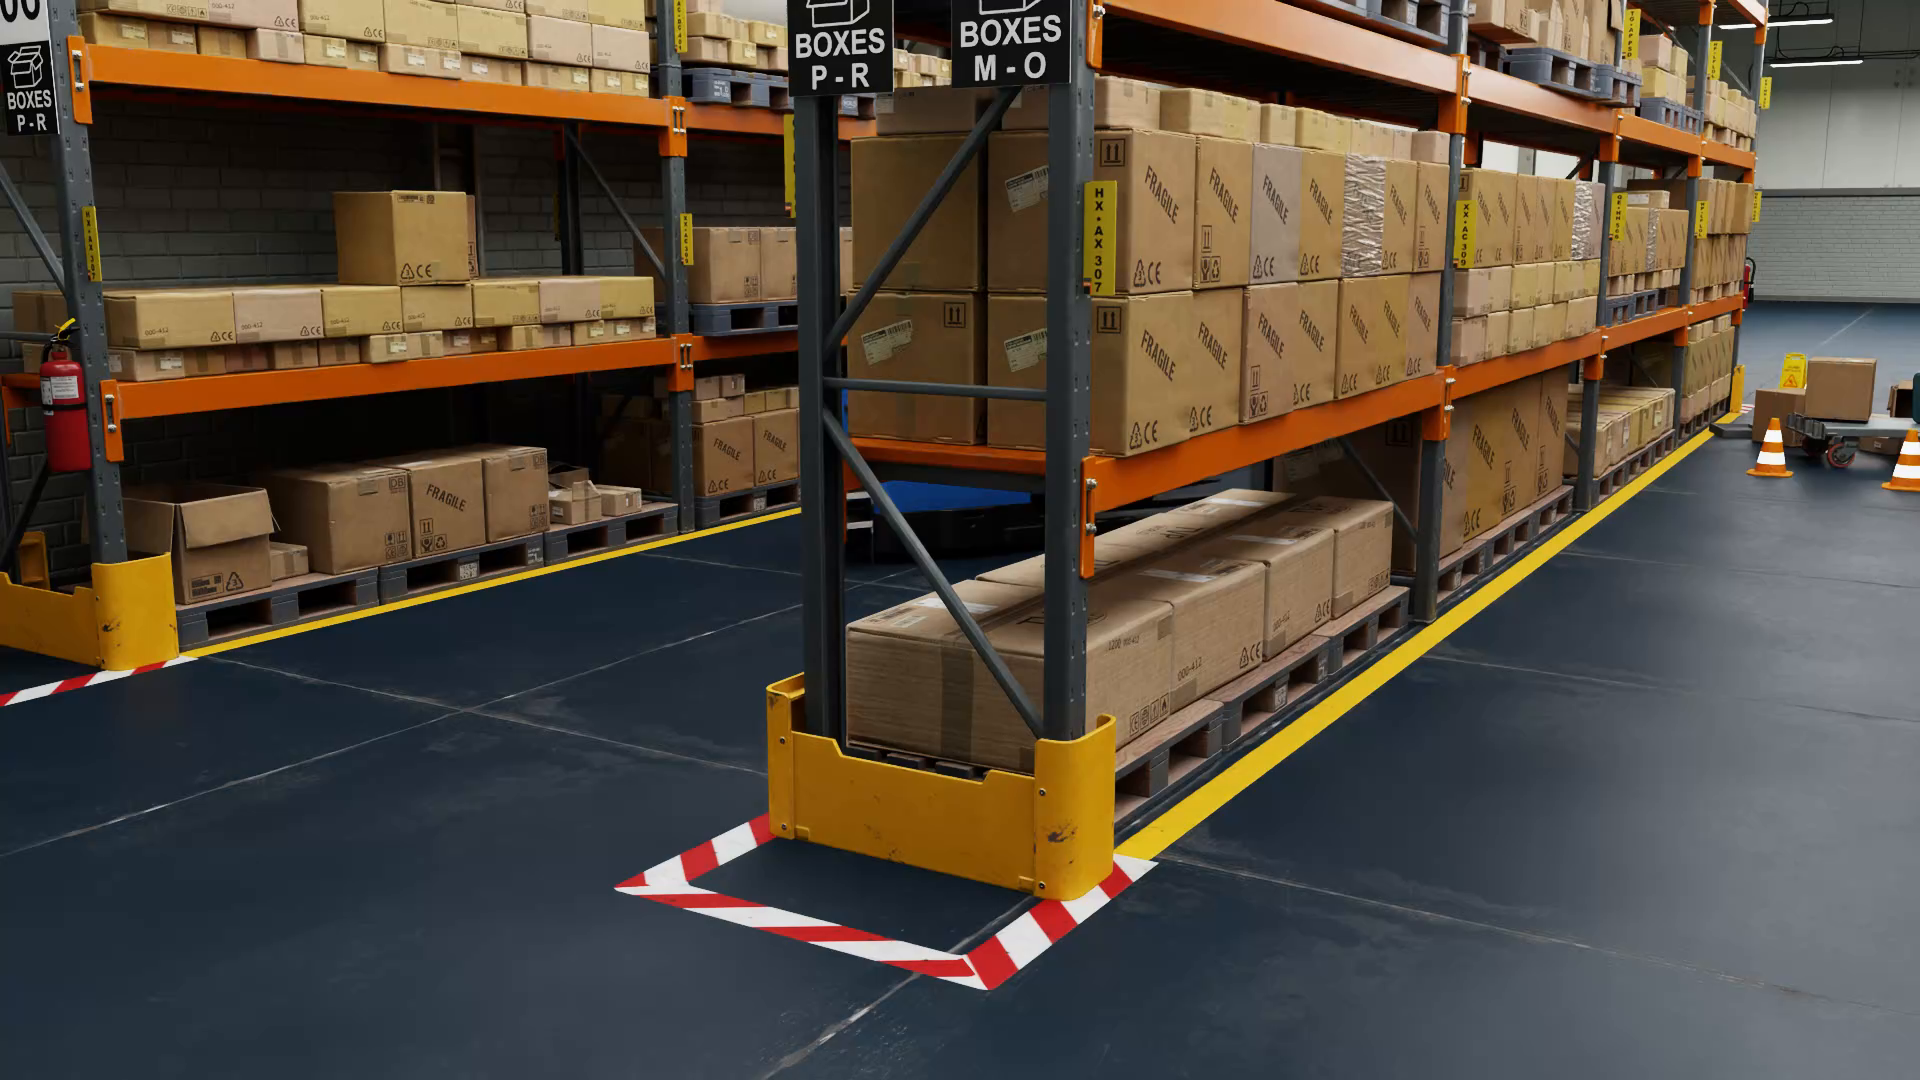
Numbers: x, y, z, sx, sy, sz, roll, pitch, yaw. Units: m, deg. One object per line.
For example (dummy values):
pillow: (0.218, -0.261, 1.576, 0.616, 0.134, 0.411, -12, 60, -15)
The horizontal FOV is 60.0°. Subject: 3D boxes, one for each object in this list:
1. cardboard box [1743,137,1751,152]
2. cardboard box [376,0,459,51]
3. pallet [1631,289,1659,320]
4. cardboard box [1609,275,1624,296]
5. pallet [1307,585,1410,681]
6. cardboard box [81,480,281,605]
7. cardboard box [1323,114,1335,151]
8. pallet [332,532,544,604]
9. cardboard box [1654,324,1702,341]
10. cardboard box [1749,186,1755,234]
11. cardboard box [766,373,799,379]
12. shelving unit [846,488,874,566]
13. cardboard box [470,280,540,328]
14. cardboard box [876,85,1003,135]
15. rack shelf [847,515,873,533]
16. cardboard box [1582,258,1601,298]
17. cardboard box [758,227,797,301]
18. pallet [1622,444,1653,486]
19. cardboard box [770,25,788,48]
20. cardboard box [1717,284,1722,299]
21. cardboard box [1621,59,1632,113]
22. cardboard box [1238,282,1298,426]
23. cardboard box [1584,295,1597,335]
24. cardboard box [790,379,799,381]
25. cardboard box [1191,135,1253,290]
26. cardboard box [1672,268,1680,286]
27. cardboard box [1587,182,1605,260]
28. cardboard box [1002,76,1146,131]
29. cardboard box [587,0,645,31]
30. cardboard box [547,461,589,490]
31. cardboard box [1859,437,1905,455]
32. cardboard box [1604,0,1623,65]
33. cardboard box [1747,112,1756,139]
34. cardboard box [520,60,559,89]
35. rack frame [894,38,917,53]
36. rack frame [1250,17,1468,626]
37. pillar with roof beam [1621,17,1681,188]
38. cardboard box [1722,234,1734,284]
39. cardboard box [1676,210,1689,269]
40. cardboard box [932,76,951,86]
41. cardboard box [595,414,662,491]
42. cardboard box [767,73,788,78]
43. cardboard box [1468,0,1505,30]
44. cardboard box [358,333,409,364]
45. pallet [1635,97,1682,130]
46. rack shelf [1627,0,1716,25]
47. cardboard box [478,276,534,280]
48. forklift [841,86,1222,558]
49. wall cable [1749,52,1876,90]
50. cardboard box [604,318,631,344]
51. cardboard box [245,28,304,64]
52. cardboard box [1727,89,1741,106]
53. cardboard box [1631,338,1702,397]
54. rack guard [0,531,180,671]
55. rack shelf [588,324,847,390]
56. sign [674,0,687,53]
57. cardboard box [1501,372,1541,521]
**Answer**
cardboard box: (8.193, -4.205, 17.711, 0.380, 0.149, 0.250, 6, 12, 31)
cardboard box: (-3.075, -2.772, 8.972, 0.500, 0.250, 0.500, 6, 12, 30)
pallet: (5.080, -1.942, 13.613, 1.003, 0.211, 1.213, 6, 12, 31)
cardboard box: (4.771, -1.917, 12.501, 0.380, 0.149, 0.250, 5, 12, 27)
pallet: (1.548, 0.391, 8.209, 1.003, 0.211, 1.213, 6, 12, 31)
cardboard box: (-3.912, -0.003, 8.377, 0.797, 0.503, 0.637, 6, 12, 28)
cardboard box: (1.290, -1.638, 6.713, 0.380, 0.149, 0.250, 6, 12, 31)
pallet: (-3.224, 0.105, 9.732, 1.003, 0.211, 1.213, 6, 12, 31)
cardboard box: (6.817, -1.974, 15.790, 0.380, 0.149, 0.250, 7, 12, 32)
cardboard box: (8.162, -3.565, 17.963, 0.700, 0.500, 0.500, 6, 12, 29)
cardboard box: (-1.320, -1.231, 13.180, 0.380, 0.149, 0.250, 6, 12, 31)
shelving unit: (-0.670, -0.298, 10.016, 0.210, 0.900, 0.258, -6, 12, -28)
cardboard box: (-2.808, -1.378, 9.675, 0.500, 0.250, 0.500, 6, 12, 30)
cardboard box: (-0.051, -1.398, 5.434, 0.380, 0.149, 0.250, 7, 12, 31)
rack shelf: (-0.669, -0.089, 10.055, 0.200, 0.077, 0.258, -6, 12, -28)
cardboard box: (4.052, -1.793, 11.343, 0.500, 0.250, 0.500, 6, 12, 30)
cardboard box: (-1.523, -1.958, 11.761, 0.700, 0.500, 0.500, 7, 12, 31)
pallet: (5.128, -0.665, 13.845, 1.003, 0.211, 1.213, 6, 12, 31)
cardboard box: (-1.348, -3.451, 11.462, 0.380, 0.149, 0.250, 6, 12, 30)
cardboard box: (7.625, -2.569, 17.122, 0.380, 0.149, 0.250, 6, 12, 30)
cardboard box: (4.587, -3.393, 12.417, 0.700, 0.500, 0.500, 6, 12, 31)
cardboard box: (0.946, -0.721, 6.296, 0.500, 0.500, 0.500, 6, 12, 30)
cardboard box: (4.046, -1.543, 11.368, 0.500, 0.250, 0.500, 6, 12, 29)
cardboard box: (-1.081, -1.150, 12.749, 0.380, 0.149, 0.250, 6, 12, 31)
cardboard box: (0.688, -1.134, 5.785, 0.500, 0.500, 0.500, 6, 12, 29)
cardboard box: (6.132, -2.326, 14.683, 0.380, 0.149, 0.250, 7, 12, 32)
cardboard box: (4.042, -2.156, 11.242, 0.500, 0.500, 0.500, 6, 12, 29)
cardboard box: (0.354, -1.352, 5.187, 0.380, 0.149, 0.250, 7, 13, 32)
cardboard box: (-2.290, -3.256, 10.199, 0.500, 0.250, 0.500, 6, 12, 31)
cardboard box: (-2.779, -0.369, 10.856, 0.500, 0.311, 0.500, 7, 13, 33)
cardboard box: (8.421, -0.930, 15.113, 0.258, 0.266, 0.396, -2, 11, -9)
cardboard box: (4.020, -3.379, 11.194, 0.797, 0.503, 0.637, 6, 12, 27)
cardboard box: (8.205, -4.420, 17.775, 0.500, 0.250, 0.500, 6, 12, 30)
cardboard box: (-2.576, -2.714, 9.746, 0.380, 0.149, 0.250, 6, 12, 30)
rack frame: (-0.157, -5.144, 13.889, 1.000, 3.000, 0.127, 6, 12, 31)
rack frame: (2.010, -1.092, 8.551, 1.000, 3.000, 0.127, 6, 12, 31)
pillar with roof beam: (22.119, -10.685, 43.490, 9.100, 9.000, 0.548, 6, 12, 31)
cardboard box: (7.667, -2.906, 17.162, 0.500, 0.500, 0.500, 6, 12, 30)
cardboard box: (6.120, -2.658, 14.691, 0.500, 0.500, 0.500, 6, 12, 30)
cardboard box: (-0.287, -3.674, 13.514, 0.380, 0.149, 0.250, 6, 12, 29)
cardboard box: (-2.232, -0.649, 11.836, 0.500, 0.500, 0.500, 6, 12, 30)
cardboard box: (-1.211, -3.342, 11.688, 0.380, 0.149, 0.250, 6, 12, 30)
cardboard box: (2.569, -2.752, 8.491, 0.396, 0.266, 0.258, 6, 12, 30)
cardboard box: (-3.194, -1.037, 8.937, 0.380, 0.149, 0.250, 6, 12, 29)
pallet: (5.216, -3.482, 13.676, 1.213, 0.211, 1.003, 6, 12, 31)
rack shelf: (5.125, -4.434, 13.143, 1.077, 0.370, 4.000, 6, 12, 31)
cardboard box: (-2.976, -1.507, 10.364, 0.500, 0.250, 0.500, 6, 12, 30)
forklift: (0.634, -1.489, 10.859, 3.031, 2.935, 1.130, -5, 12, -25)
wall cable: (23.411, -12.131, 45.928, 3.097, 2.526, 0.112, 6, 12, 31)
cardboard box: (-2.300, -1.325, 10.478, 0.380, 0.149, 0.250, 7, 13, 32)
cardboard box: (-3.468, -2.427, 8.214, 0.380, 0.149, 0.250, 7, 13, 32)
cardboard box: (7.550, -4.397, 16.566, 0.380, 0.149, 0.250, 7, 13, 32)
cardboard box: (6.701, -1.641, 15.775, 0.500, 0.500, 0.500, 7, 13, 33)
rack guard: (-4.271, 0.280, 8.015, 1.175, 0.500, 0.348, 6, 12, 31)
rack shelf: (-1.196, -1.527, 12.827, 1.077, 0.370, 4.000, 6, 12, 31)
sign: (-1.766, -3.244, 10.487, 0.100, 0.325, 0.005, 6, 12, 31)
cardboard box: (3.191, -0.643, 10.783, 0.875, 0.875, 0.875, 7, 12, 31)
